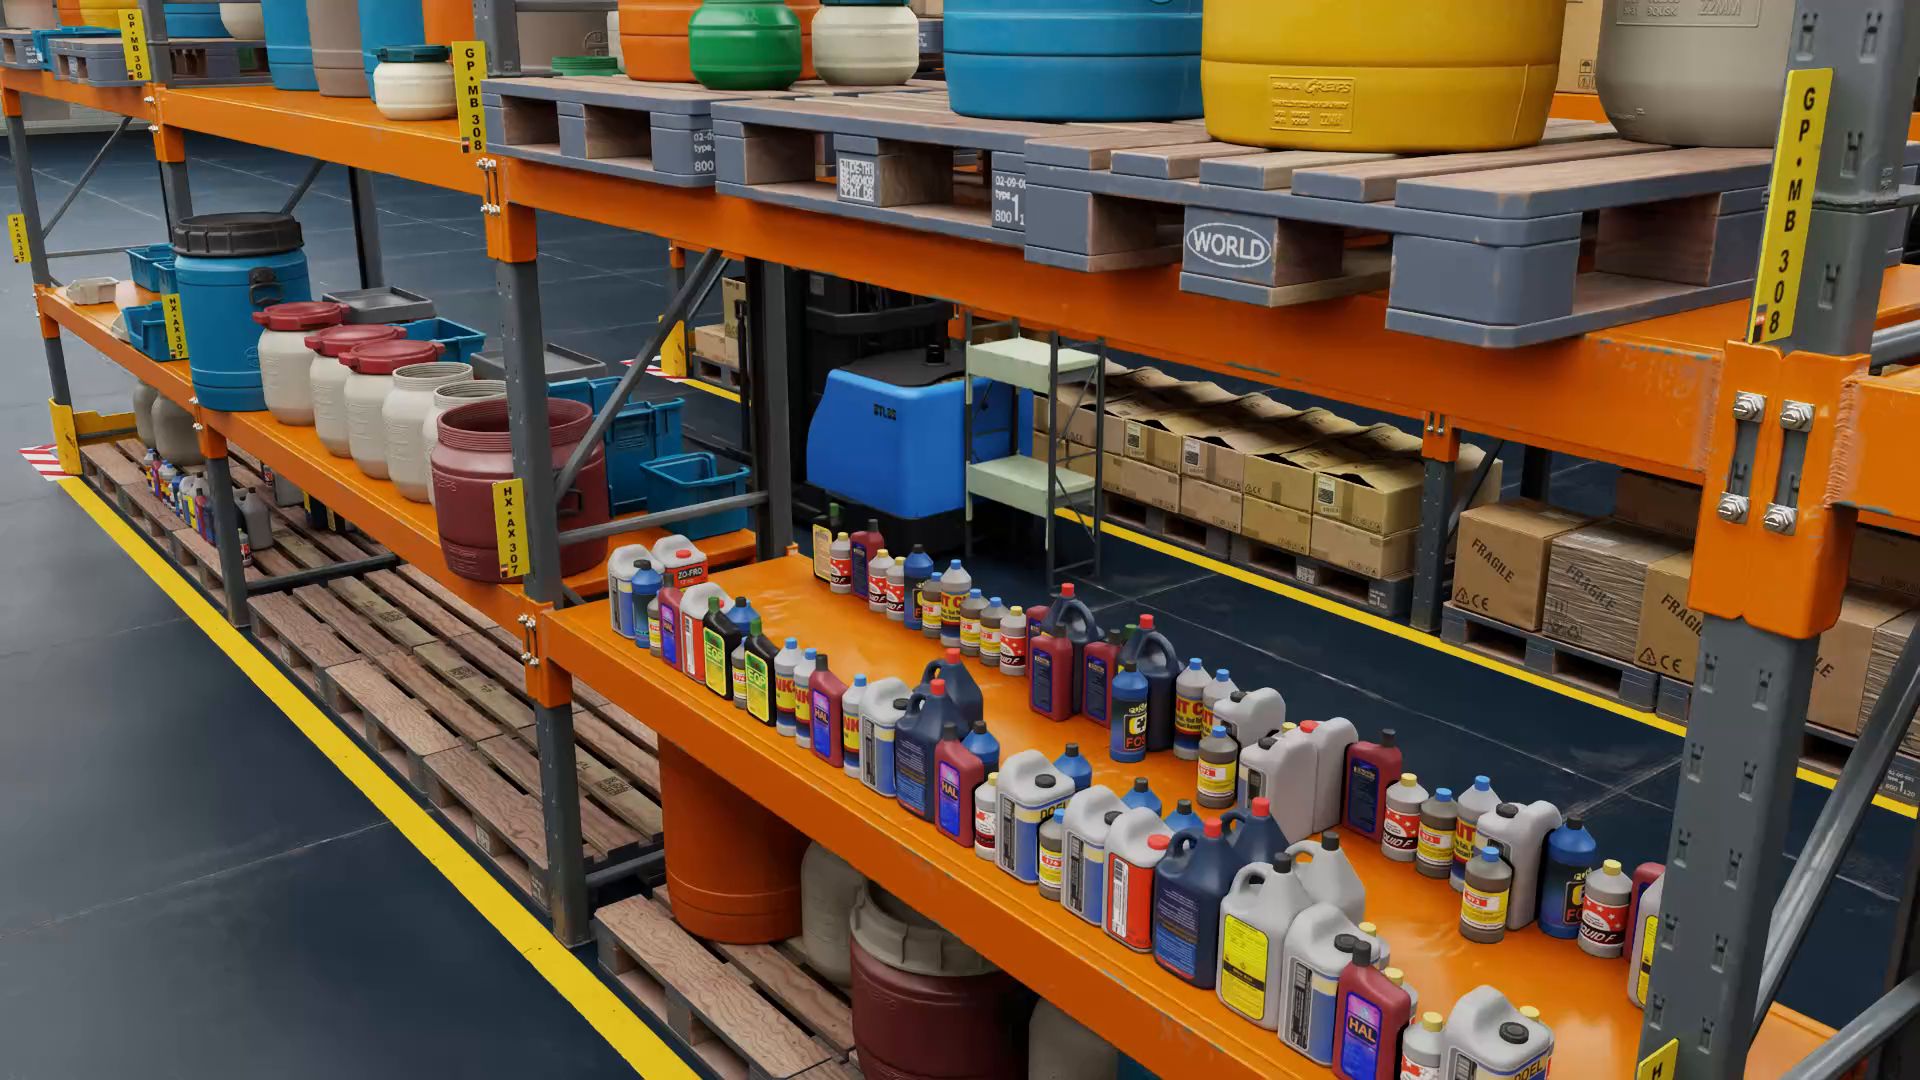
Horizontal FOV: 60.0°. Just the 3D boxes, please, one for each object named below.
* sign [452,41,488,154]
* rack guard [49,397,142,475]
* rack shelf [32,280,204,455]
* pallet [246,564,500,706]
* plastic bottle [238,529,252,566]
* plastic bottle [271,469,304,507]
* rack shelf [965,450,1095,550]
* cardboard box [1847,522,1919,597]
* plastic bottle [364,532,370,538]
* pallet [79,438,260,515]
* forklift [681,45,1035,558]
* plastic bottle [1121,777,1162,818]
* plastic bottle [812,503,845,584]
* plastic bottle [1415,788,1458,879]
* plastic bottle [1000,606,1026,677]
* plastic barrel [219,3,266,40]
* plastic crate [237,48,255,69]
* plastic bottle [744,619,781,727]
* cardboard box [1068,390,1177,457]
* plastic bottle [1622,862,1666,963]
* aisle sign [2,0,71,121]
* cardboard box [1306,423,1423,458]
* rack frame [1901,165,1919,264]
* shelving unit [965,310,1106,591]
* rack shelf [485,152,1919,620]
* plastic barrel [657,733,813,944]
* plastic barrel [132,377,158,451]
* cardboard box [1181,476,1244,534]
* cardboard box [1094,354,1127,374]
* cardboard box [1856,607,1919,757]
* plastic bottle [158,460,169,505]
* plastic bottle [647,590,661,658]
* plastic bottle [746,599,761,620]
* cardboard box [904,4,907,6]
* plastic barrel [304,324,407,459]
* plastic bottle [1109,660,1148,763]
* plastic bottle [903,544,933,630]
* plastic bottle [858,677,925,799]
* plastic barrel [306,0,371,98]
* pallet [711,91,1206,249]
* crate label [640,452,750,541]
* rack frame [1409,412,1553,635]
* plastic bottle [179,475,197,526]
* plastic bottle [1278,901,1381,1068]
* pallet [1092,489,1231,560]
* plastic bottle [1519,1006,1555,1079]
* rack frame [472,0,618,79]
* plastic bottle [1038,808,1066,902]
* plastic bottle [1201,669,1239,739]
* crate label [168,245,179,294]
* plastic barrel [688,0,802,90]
[{"bbox_3d":[-1.468,-1.333,5.012,0.100,0.325,0.005,-14,23,-36],"label":"sign"},{"bbox_3d":[-5.924,-0.843,12.114,1.175,0.500,0.348,-14,23,-36],"label":"rack guard"},{"bbox_3d":[-4.766,-1.205,10.375,1.077,0.370,4.000,-14,23,-36],"label":"rack shelf"},{"bbox_3d":[-3.006,0.456,8.650,1.003,0.211,1.213,-14,23,-36],"label":"pallet"},{"bbox_3d":[-3.994,0.037,9.230,0.097,0.201,0.097,0,18,0],"label":"plastic bottle"},{"bbox_3d":[-4.182,-0.366,10.328,0.152,0.276,0.135,-14,23,-36],"label":"plastic bottle"},{"bbox_3d":[0.422,-0.245,9.752,0.431,0.370,0.720,-15,23,-37],"label":"rack shelf"},{"bbox_3d":[4.286,0.037,7.563,0.500,0.250,0.500,-15,23,-37],"label":"cardboard box"},{"bbox_3d":[-3.442,-0.123,9.715,0.097,0.201,0.097,0,18,0],"label":"plastic bottle"},{"bbox_3d":[-5.424,-0.505,11.552,1.003,0.211,1.213,-14,23,-36],"label":"pallet"},{"bbox_3d":[-0.858,-1.677,10.764,1.130,2.935,3.031,-15,23,-37],"label":"forklift"},{"bbox_3d":[0.407,0.668,3.778,0.097,0.271,0.097,0,18,0],"label":"plastic bottle"},{"bbox_3d":[-0.455,0.004,5.765,0.061,0.283,0.133,-14,23,-36],"label":"plastic bottle"},{"bbox_3d":[1.116,0.675,3.867,0.097,0.201,0.097,0,18,0],"label":"plastic bottle"},{"bbox_3d":[0.169,0.299,5.003,0.097,0.201,0.097,0,18,0],"label":"plastic bottle"},{"bbox_3d":[-3.638,-2.875,8.654,0.421,0.512,0.421,0,18,0],"label":"plastic barrel"},{"bbox_3d":[-4.291,-2.819,9.670,0.336,0.188,0.450,-14,23,-36],"label":"plastic crate"},{"bbox_3d":[-0.548,0.370,4.660,0.061,0.283,0.133,-14,23,-36],"label":"plastic bottle"},{"bbox_3d":[1.051,-0.778,10.754,0.500,0.311,0.500,-15,23,-38],"label":"cardboard box"},{"bbox_3d":[1.467,0.766,3.462,0.061,0.283,0.133,-14,23,-36],"label":"plastic bottle"},{"bbox_3d":[-6.282,-3.234,11.222,0.394,0.787,0.004,-14,23,-36],"label":"aisle sign"},{"bbox_3d":[2.417,-0.508,9.940,0.500,0.311,0.500,-15,23,-37],"label":"cardboard box"},{"bbox_3d":[6.725,-2.002,11.636,1.000,3.000,0.127,-14,23,-36],"label":"rack frame"},{"bbox_3d":[0.422,-0.554,9.650,0.431,1.500,0.755,-15,23,-37],"label":"shelving unit"},{"bbox_3d":[0.201,-0.658,3.950,1.077,0.370,4.000,-14,23,-36],"label":"rack shelf"},{"bbox_3d":[-0.724,0.880,5.718,0.600,0.830,0.708,-14,23,-36],"label":"plastic barrel"},{"bbox_3d":[-5.539,-0.911,11.630,0.421,0.512,0.421,0,18,0],"label":"plastic barrel"},{"bbox_3d":[1.694,-0.261,10.085,0.500,0.250,0.500,-13,23,-35],"label":"cardboard box"},{"bbox_3d":[0.837,-1.136,11.836,0.500,0.311,0.500,-14,23,-36],"label":"cardboard box"},{"bbox_3d":[4.186,0.617,7.005,0.500,0.500,0.500,-14,23,-35],"label":"cardboard box"},{"bbox_3d":[-4.914,-0.361,10.322,0.097,0.271,0.097,0,18,0],"label":"plastic bottle"},{"bbox_3d":[-0.915,0.254,5.140,0.097,0.201,0.097,0,18,0],"label":"plastic bottle"},{"bbox_3d":[-0.652,0.281,5.058,0.097,0.201,0.097,0,18,0],"label":"plastic bottle"},{"bbox_3d":[-0.602,-3.834,11.906,0.380,0.149,0.250,-14,23,-36],"label":"cardboard box"},{"bbox_3d":[-2.647,-0.659,7.365,0.433,0.535,0.433,0,18,0],"label":"plastic barrel"},{"bbox_3d":[0.451,0.451,4.433,0.097,0.271,0.097,0,18,0],"label":"plastic bottle"},{"bbox_3d":[-0.134,0.146,5.354,0.097,0.271,0.097,0,18,0],"label":"plastic bottle"},{"bbox_3d":[-0.164,0.502,4.271,0.152,0.276,0.135,-14,23,-36],"label":"plastic bottle"},{"bbox_3d":[-2.632,-2.472,7.486,0.600,0.901,0.600,0,18,0],"label":"plastic barrel"},{"bbox_3d":[0.173,-0.870,3.746,1.003,0.211,1.213,-14,23,-36],"label":"pallet"},{"bbox_3d":[-1.009,-0.166,6.357,0.303,0.233,0.416,-14,23,-36],"label":"crate label"},{"bbox_3d":[2.844,-1.034,8.713,1.000,3.000,0.127,-14,23,-36],"label":"rack frame"},{"bbox_3d":[-4.568,-0.240,9.948,0.152,0.276,0.135,-13,23,-35],"label":"plastic bottle"},{"bbox_3d":[0.718,0.852,3.214,0.152,0.276,0.135,-14,23,-36],"label":"plastic bottle"},{"bbox_3d":[1.611,-0.221,10.695,1.003,0.211,1.213,-14,23,-36],"label":"pallet"},{"bbox_3d":[1.031,0.949,3.041,0.097,0.201,0.097,0,18,0],"label":"plastic bottle"},{"bbox_3d":[-1.041,-2.916,4.854,1.000,3.000,0.127,-14,23,-36],"label":"rack frame"},{"bbox_3d":[0.228,0.707,3.771,0.097,0.201,0.097,0,18,0],"label":"plastic bottle"},{"bbox_3d":[0.685,0.471,4.373,0.097,0.271,0.097,0,18,0],"label":"plastic bottle"},{"bbox_3d":[-4.653,-1.656,10.534,0.502,0.435,0.616,-14,23,-36],"label":"crate label"},{"bbox_3d":[-0.563,-1.312,4.359,0.294,0.245,0.294,0,18,0],"label":"plastic barrel"}]
